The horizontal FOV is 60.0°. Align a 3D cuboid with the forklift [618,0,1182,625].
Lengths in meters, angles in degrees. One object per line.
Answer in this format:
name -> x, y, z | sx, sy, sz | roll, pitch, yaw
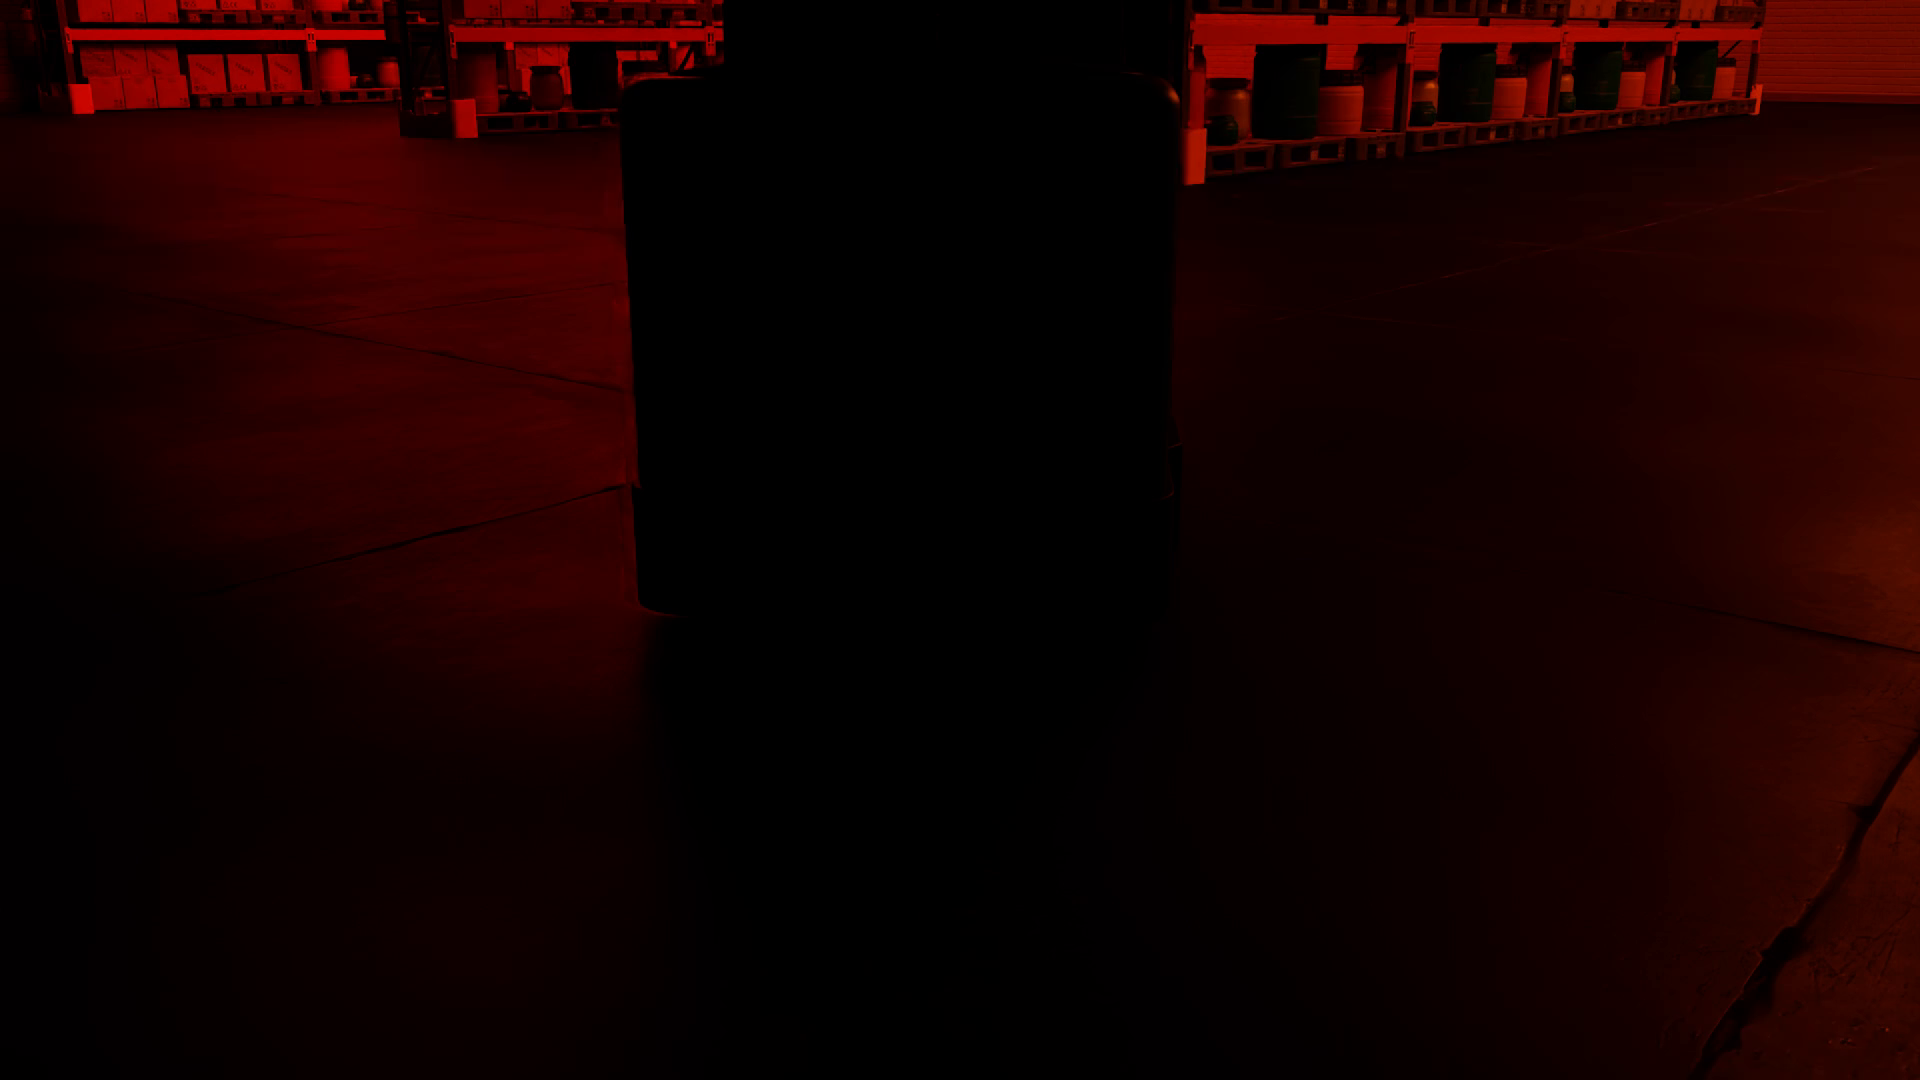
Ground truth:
forklift -> -0.018, -1.618, 4.227 | 1.130, 2.935, 3.031 | 1, 17, 4
